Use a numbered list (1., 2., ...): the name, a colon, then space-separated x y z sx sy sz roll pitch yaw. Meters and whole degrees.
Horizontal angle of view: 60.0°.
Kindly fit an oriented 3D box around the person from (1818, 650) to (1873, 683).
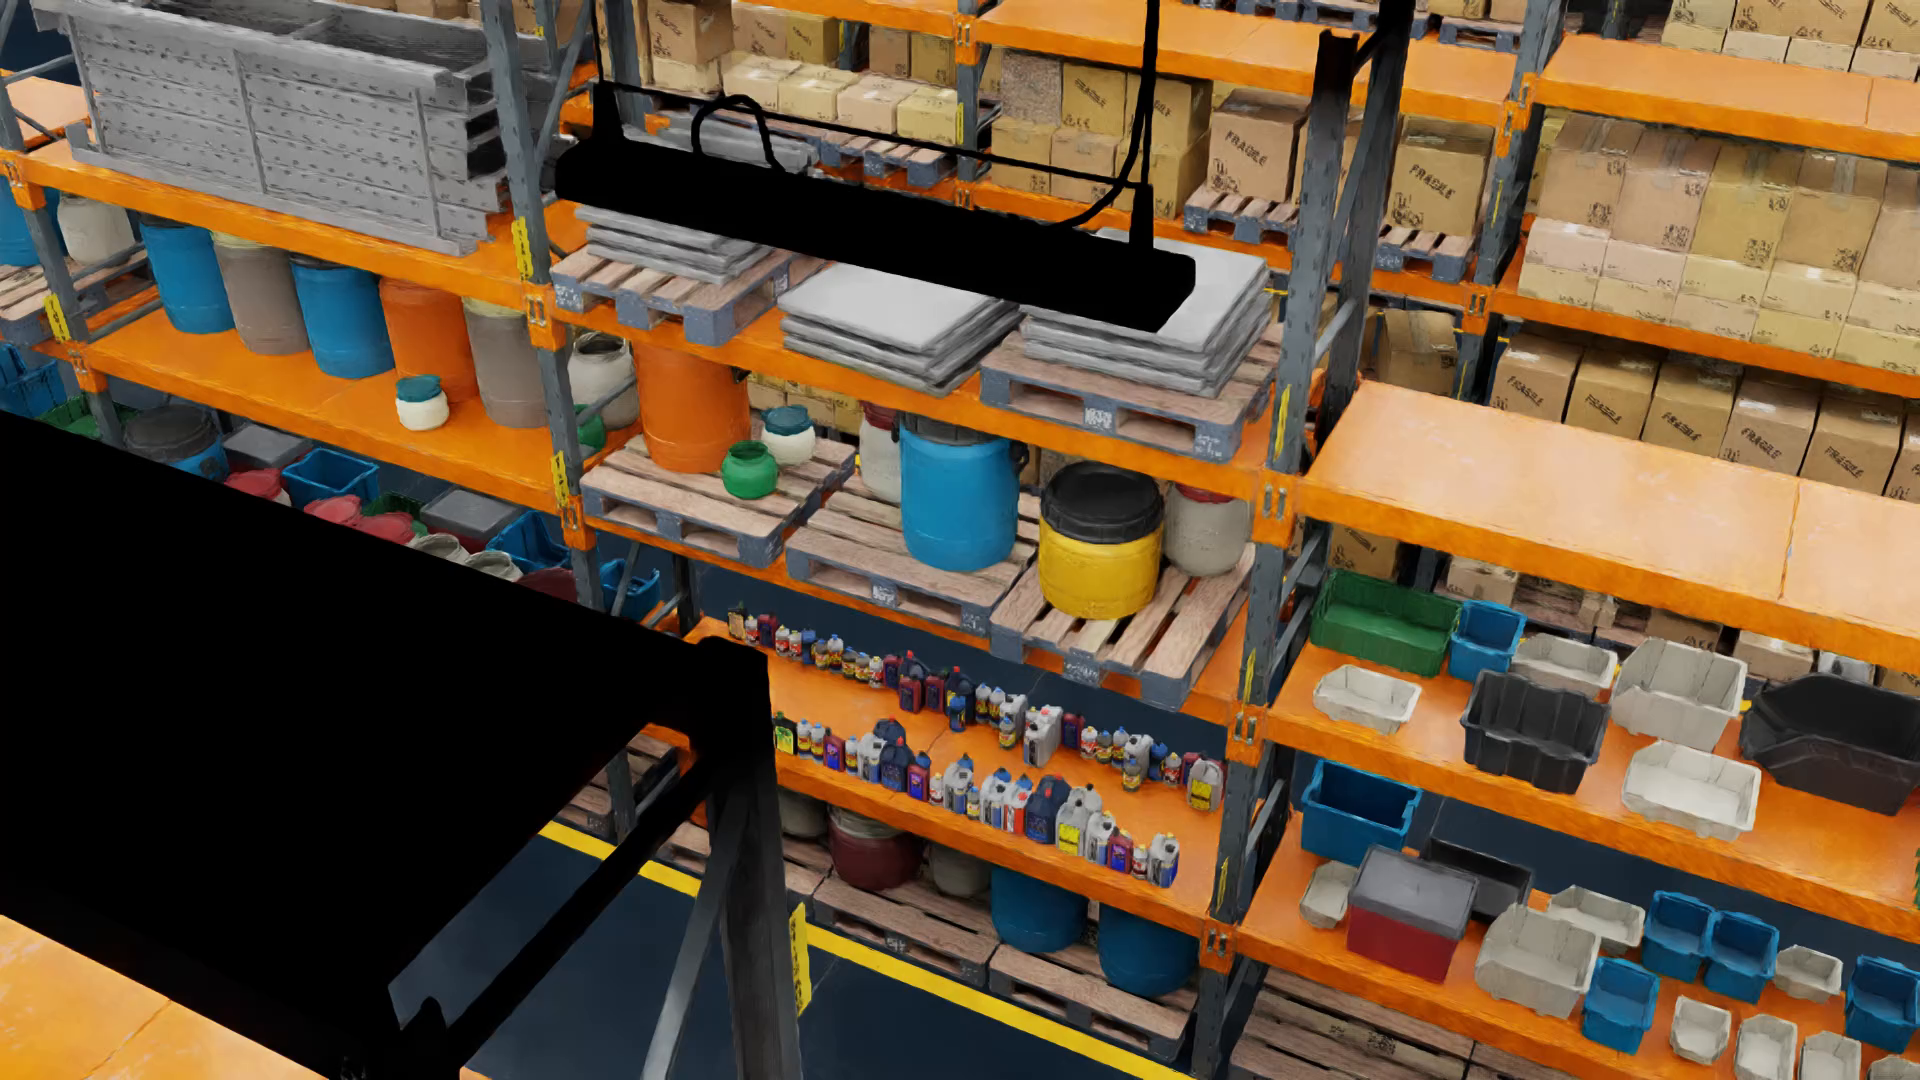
1. person: 5.658 1.052 10.860 1.123 1.709 0.553 18 39 23
